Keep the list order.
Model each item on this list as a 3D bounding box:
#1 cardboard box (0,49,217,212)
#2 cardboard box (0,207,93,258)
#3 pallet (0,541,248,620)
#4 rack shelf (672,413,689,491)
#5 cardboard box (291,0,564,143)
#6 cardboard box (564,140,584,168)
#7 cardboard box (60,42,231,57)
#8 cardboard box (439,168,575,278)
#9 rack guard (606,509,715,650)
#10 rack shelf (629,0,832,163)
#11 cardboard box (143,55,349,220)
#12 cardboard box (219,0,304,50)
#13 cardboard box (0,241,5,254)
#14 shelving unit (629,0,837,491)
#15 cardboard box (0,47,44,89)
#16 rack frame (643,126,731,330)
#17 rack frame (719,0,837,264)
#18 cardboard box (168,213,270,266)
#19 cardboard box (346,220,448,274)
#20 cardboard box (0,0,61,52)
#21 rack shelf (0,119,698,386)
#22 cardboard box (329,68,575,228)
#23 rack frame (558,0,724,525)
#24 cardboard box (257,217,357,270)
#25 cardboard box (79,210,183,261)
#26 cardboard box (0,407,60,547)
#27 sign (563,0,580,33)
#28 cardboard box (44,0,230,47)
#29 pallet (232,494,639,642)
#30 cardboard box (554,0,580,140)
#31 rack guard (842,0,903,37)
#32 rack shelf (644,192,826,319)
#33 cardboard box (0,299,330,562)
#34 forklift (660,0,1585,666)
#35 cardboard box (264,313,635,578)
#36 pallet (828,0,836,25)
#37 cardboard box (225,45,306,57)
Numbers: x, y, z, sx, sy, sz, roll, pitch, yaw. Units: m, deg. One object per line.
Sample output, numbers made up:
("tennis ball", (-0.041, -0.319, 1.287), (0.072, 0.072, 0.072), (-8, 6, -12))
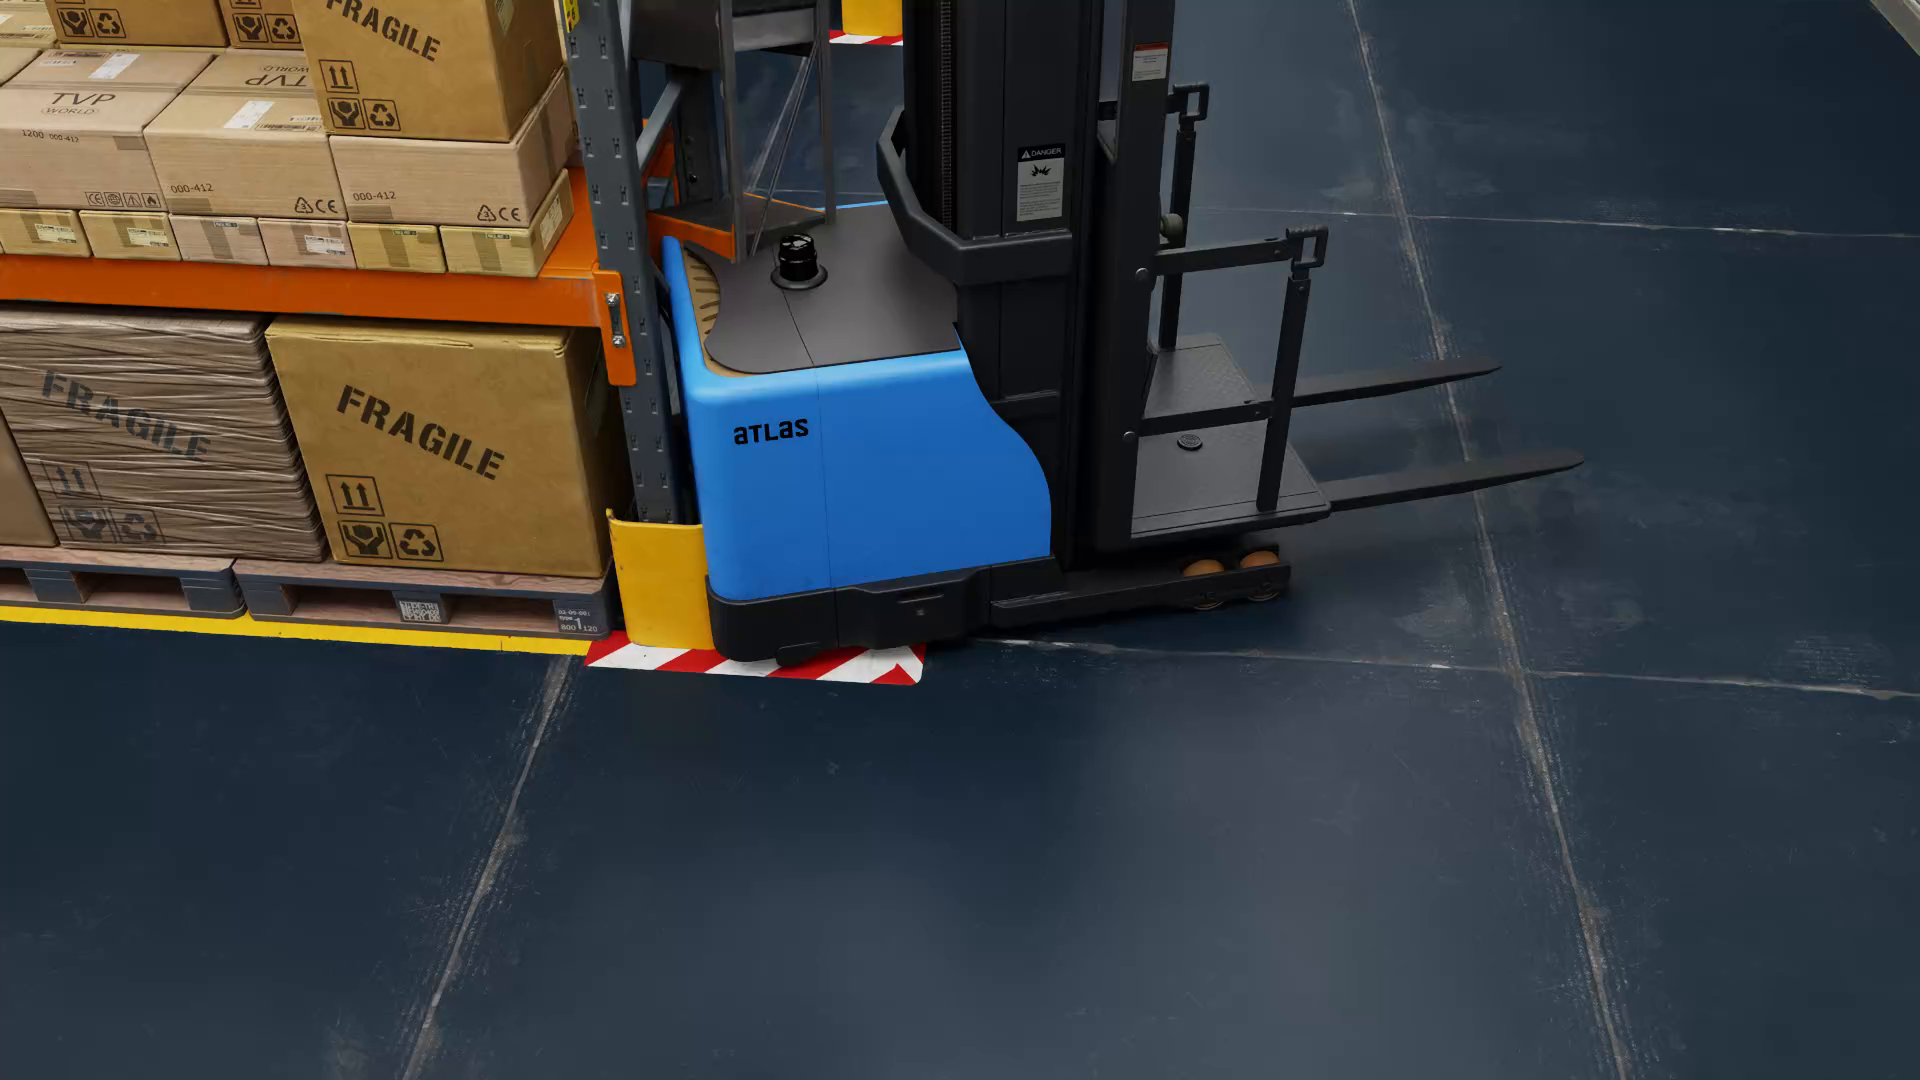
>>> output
("cardboard box", (-2.403, -1.159, 4.680), (0.500, 0.250, 0.500), (2, 39, 2))
("cardboard box", (-2.544, -0.970, 4.764), (0.250, 0.149, 0.380), (3, 39, 4))
("pallet", (-2.900, -0.167, 5.788), (1.213, 0.211, 1.003), (3, 39, 4))
("rack shelf", (-0.701, -0.197, 5.657), (0.480, 0.518, 0.431), (21, 32, 40))
("cardboard box", (-1.393, -1.396, 4.378), (0.500, 0.500, 0.500), (4, 39, 4))
("cardboard box", (-1.210, -1.316, 5.189), (0.250, 0.149, 0.380), (4, 39, 4))
("cardboard box", (-2.358, -1.493, 5.092), (0.500, 0.250, 0.500), (2, 39, 2))
("cardboard box", (-1.268, -0.901, 4.680), (0.250, 0.149, 0.380), (4, 39, 5))
("rack guard", (-0.861, -0.216, 5.619), (0.348, 0.500, 1.175), (3, 39, 4))
("rack shelf", (-0.713, -1.475, 5.085), (0.480, 0.518, 0.431), (21, 32, 40))
("cardboard box", (-1.896, -1.131, 4.647), (0.500, 0.250, 0.500), (2, 39, 3))
("cardboard box", (-1.838, -1.758, 4.822), (0.500, 0.500, 0.500), (2, 39, 3))
("cardboard box", (-2.791, -0.985, 4.783), (0.250, 0.149, 0.380), (4, 39, 5))
("shelving unit", (-0.707, -0.849, 5.366), (0.503, 2.100, 0.431), (21, 32, 40))
("cardboard box", (-2.922, -1.184, 4.712), (0.500, 0.250, 0.500), (3, 39, 4))
("rack frame", (-0.882, -0.917, 5.522), (0.015, 2.100, 0.400), (21, 32, 40))
("rack frame", (-0.533, -0.780, 5.209), (0.015, 2.100, 0.400), (21, 32, 40))
("cardboard box", (-2.027, -0.943, 4.731), (0.250, 0.149, 0.380), (4, 39, 5))
("cardboard box", (-1.527, -0.914, 4.696), (0.250, 0.149, 0.380), (4, 39, 4))
("cardboard box", (-2.879, -1.518, 5.123), (0.500, 0.250, 0.500), (2, 39, 3))
("rack shelf", (-2.877, -1.016, 5.192), (4.000, 0.370, 1.077), (3, 39, 4))
("cardboard box", (-1.390, -1.103, 4.612), (0.500, 0.250, 0.500), (3, 39, 3))
("rack frame", (-0.885, -1.186, 4.831), (0.127, 3.000, 1.000), (3, 39, 4))
("cardboard box", (-1.778, -0.929, 4.714), (0.250, 0.149, 0.380), (3, 39, 4))
("cardboard box", (-2.286, -0.956, 4.747), (0.250, 0.149, 0.380), (2, 39, 3))
("cardboard box", (-3.323, -0.608, 5.471), (0.875, 0.875, 0.875), (3, 39, 4))
("sign", (-0.945, -1.387, 3.973), (0.005, 0.325, 0.100), (3, 39, 4))
("cardboard box", (-2.354, -1.782, 4.852), (0.500, 0.500, 0.500), (2, 39, 3))
("pallet", (-1.688, -0.099, 5.705), (1.213, 0.211, 1.003), (3, 39, 4))
("cardboard box", (-1.340, -1.440, 5.026), (0.500, 0.250, 0.500), (2, 39, 3))
("rack guard", (-0.432, -3.339, 9.456), (0.348, 0.500, 1.175), (3, 39, 4))
("rack shelf", (-0.707, -0.836, 5.371), (0.480, 0.518, 0.431), (21, 32, 40))
("cardboard box", (-2.436, -0.559, 5.411), (0.875, 0.875, 0.875), (3, 39, 4))
("forklift", (0.607, -1.225, 4.934), (3.031, 2.935, 1.130), (-8, 40, -10))
("cardboard box", (-1.529, -0.510, 5.351), (0.875, 0.875, 0.875), (3, 39, 4))
("pallet", (-1.276, -3.289, 9.624), (1.213, 0.211, 1.003), (3, 39, 4))
("cardboard box", (-1.858, -1.464, 5.055), (0.500, 0.250, 0.500), (3, 39, 3))
